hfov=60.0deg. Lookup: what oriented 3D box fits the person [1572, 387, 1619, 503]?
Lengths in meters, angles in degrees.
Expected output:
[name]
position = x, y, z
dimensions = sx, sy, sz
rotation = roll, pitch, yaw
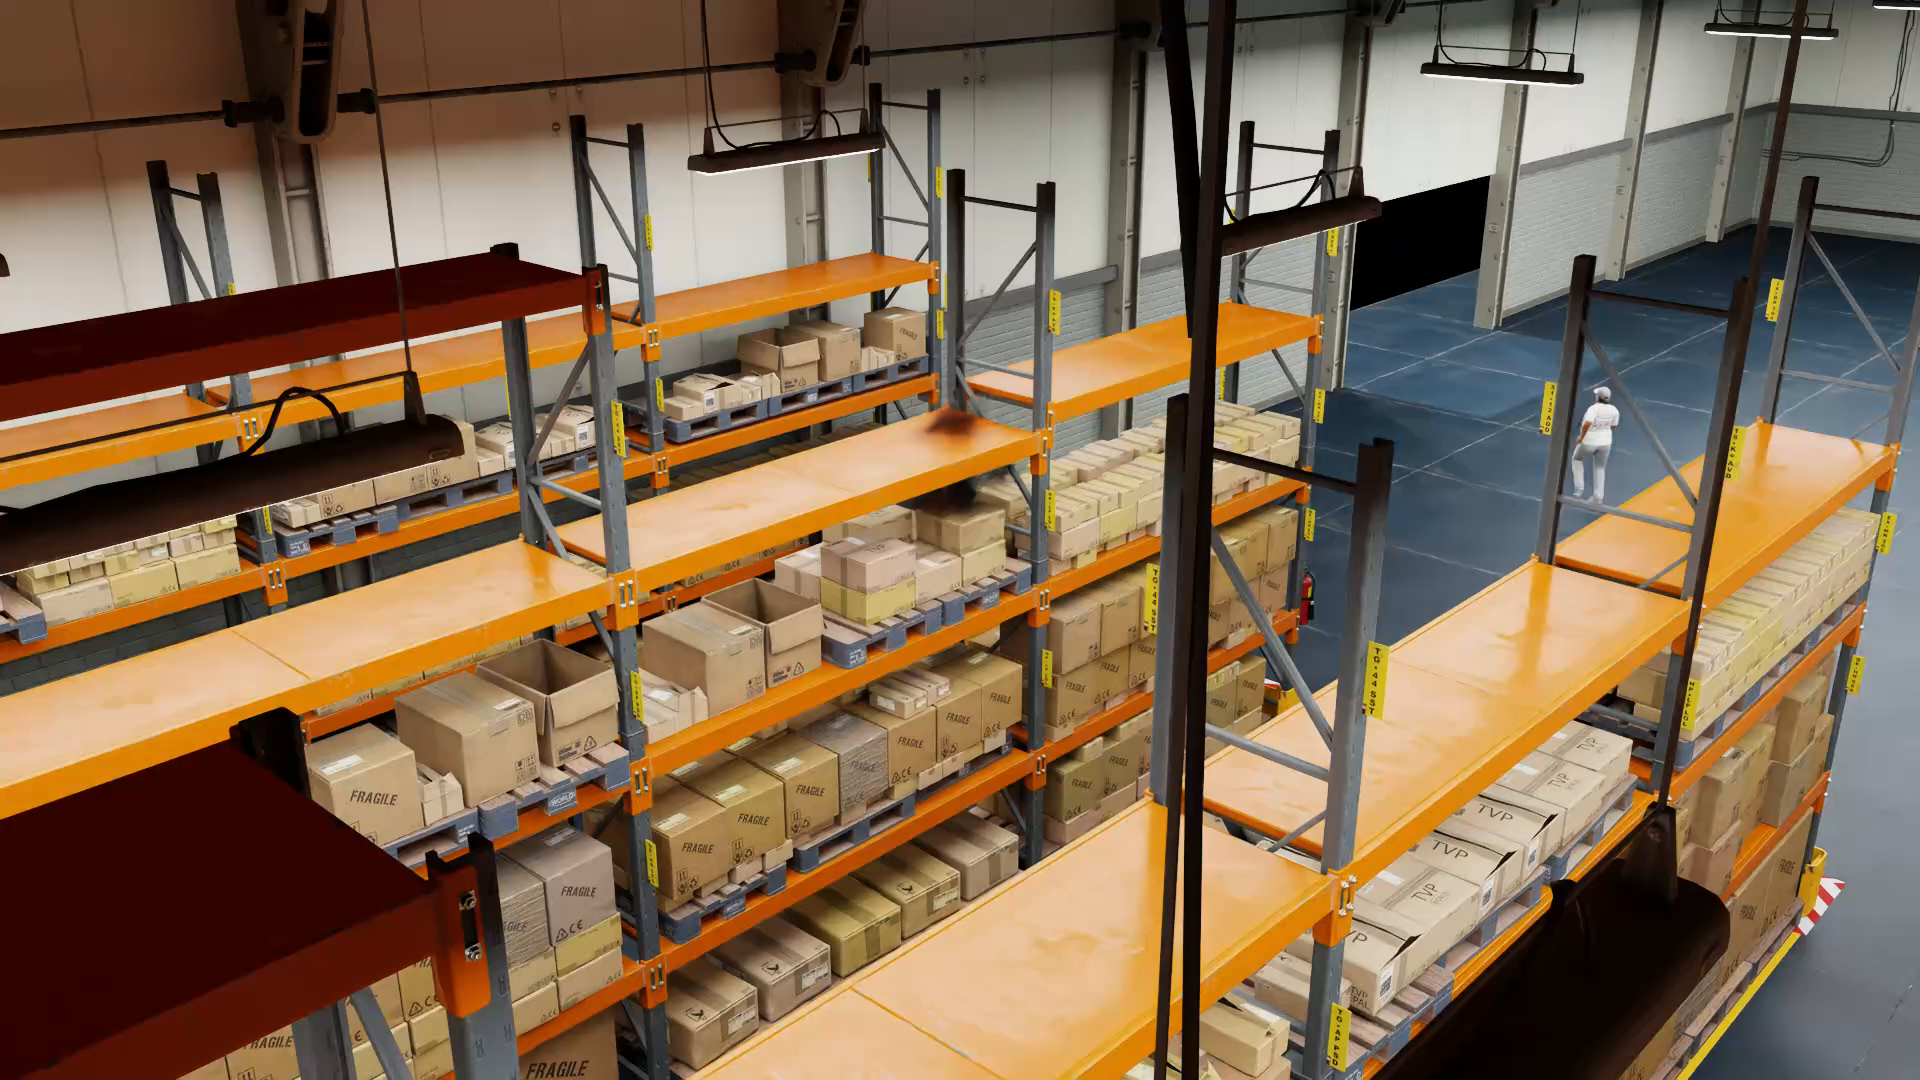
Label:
[person]
position = 8.819, -1.319, 23.147
dimensions = 0.578, 1.685, 0.688
rotation = 0, 21, -1
